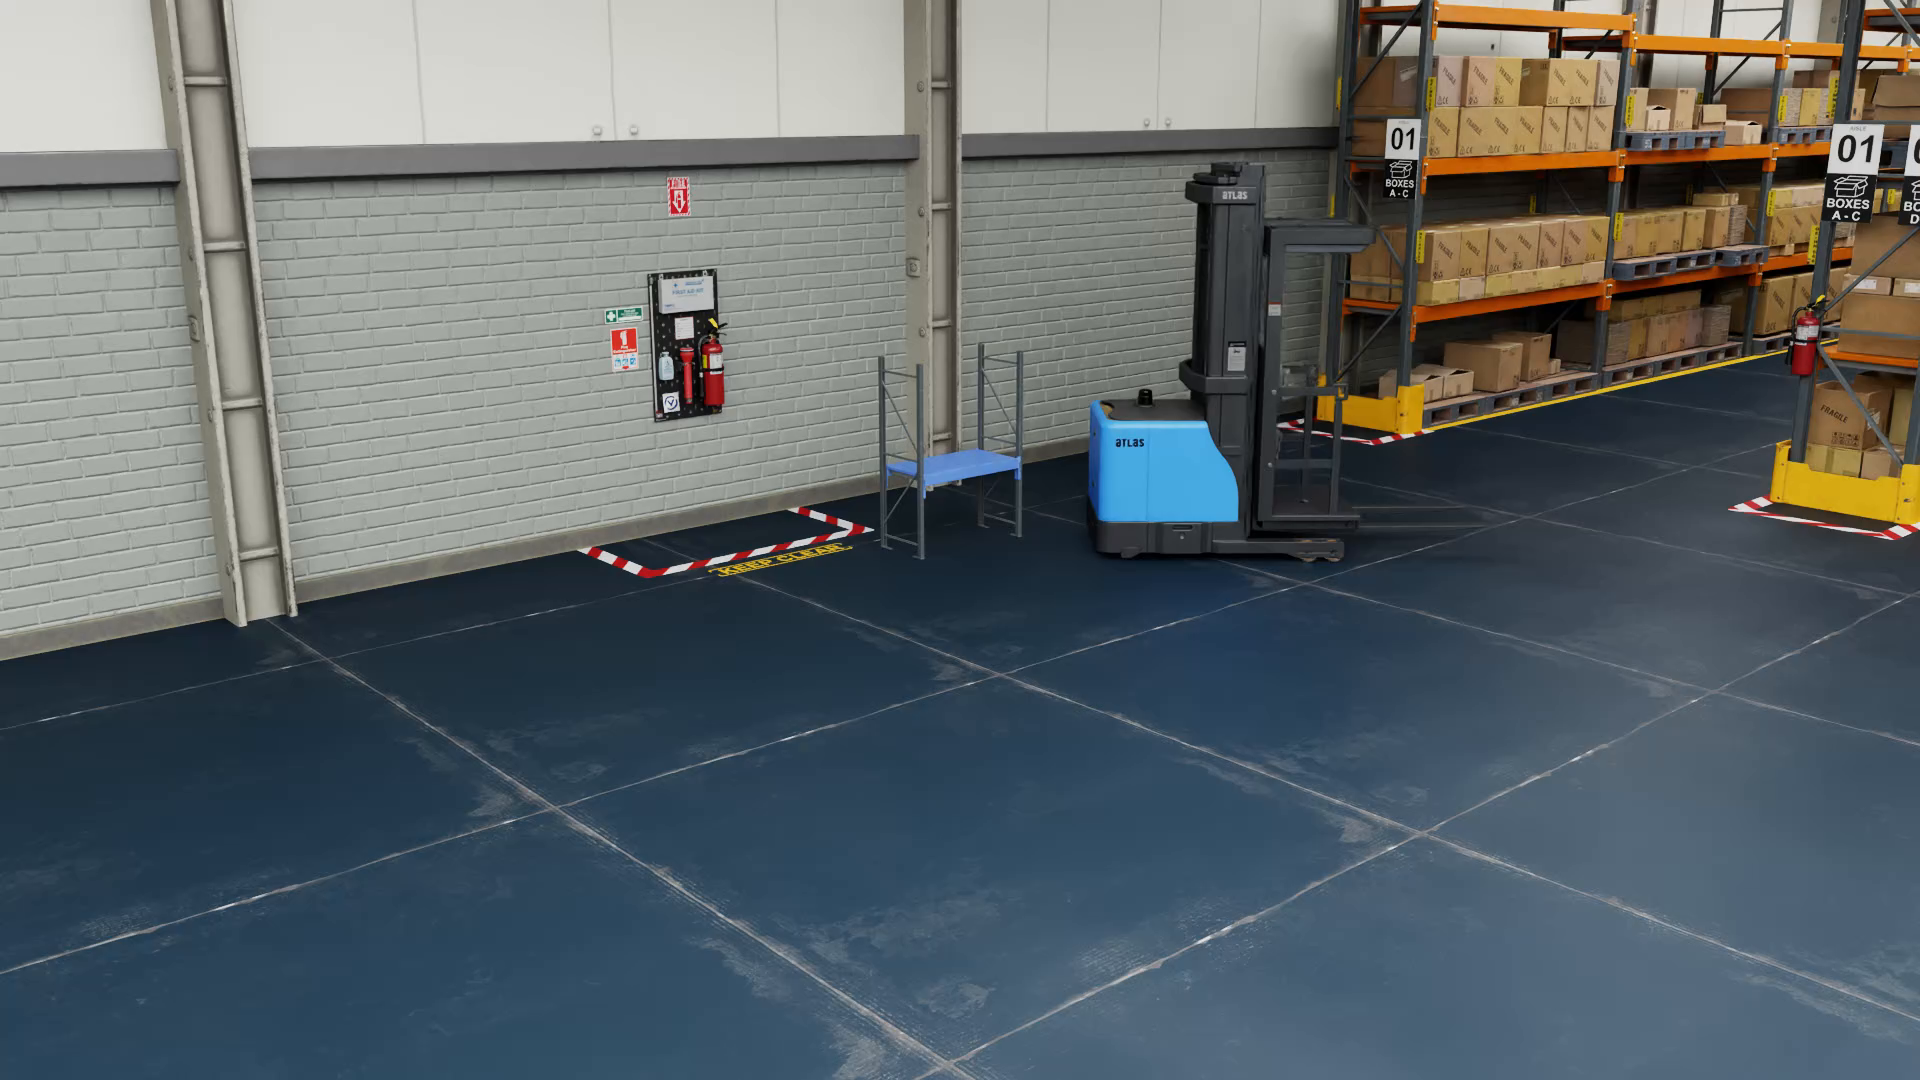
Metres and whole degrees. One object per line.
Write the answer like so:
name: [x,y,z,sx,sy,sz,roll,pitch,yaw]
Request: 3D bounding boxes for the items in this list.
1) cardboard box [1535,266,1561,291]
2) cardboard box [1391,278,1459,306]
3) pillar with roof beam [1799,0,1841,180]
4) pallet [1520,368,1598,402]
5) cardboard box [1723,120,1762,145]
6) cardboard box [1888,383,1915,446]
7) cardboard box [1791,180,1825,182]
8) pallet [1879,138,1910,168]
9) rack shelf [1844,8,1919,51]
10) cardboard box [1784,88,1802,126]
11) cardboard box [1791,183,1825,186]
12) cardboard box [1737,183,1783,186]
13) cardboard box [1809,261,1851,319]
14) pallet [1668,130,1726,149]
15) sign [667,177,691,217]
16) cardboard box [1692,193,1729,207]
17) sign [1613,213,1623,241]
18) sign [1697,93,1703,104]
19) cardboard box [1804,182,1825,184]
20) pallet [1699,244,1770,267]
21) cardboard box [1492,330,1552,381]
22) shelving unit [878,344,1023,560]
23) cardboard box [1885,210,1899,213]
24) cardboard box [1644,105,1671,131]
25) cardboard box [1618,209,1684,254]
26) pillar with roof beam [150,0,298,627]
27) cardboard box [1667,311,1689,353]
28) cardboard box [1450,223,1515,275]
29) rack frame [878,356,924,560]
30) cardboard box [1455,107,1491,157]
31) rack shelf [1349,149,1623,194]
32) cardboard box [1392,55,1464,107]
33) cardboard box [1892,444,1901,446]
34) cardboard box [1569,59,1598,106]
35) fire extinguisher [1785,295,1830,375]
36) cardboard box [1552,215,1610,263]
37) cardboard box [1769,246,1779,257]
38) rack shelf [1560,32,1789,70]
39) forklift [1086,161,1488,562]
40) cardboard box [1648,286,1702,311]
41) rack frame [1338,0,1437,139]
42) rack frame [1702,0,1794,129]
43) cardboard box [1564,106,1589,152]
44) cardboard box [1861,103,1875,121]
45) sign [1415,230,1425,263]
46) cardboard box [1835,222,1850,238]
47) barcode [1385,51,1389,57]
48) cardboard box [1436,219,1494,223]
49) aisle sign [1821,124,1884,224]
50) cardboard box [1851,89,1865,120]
cardboard box: [6.444,-2.983,18.858,0.500,0.250,0.500,-13,20,-40]
cardboard box: [4.912,-2.637,17.560,0.500,0.250,0.500,-13,20,-41]
pillar with roof beam: [16.174,-7.059,22.239,0.400,9.000,9.100,-13,19,-39]
pallet: [6.869,-1.888,19.911,1.213,0.211,1.003,-13,19,-39]
cardboard box: [10.004,-5.275,21.508,0.500,0.311,0.500,-13,19,-39]
cardboard box: [8.516,-1.084,14.558,0.500,0.500,0.500,-13,19,-39]
cardboard box: [12.479,-5.158,24.487,0.500,0.250,0.500,-12,19,-39]
pallet: [8.140,-3.236,13.911,1.213,0.211,1.003,-13,19,-39]
rack shelf: [9.099,-4.411,14.496,4.000,0.370,1.077,-13,19,-39]
cardboard box: [11.064,-5.937,22.806,0.500,0.500,0.700,-14,20,-42]
cardboard box: [12.042,-4.889,23.478,0.500,0.250,0.500,-13,20,-40]
cardboard box: [11.324,-4.898,23.514,0.500,0.250,0.500,-13,20,-41]
cardboard box: [12.983,-3.740,24.792,0.750,0.750,0.750,-12,19,-39]
pallet: [8.669,-4.975,20.613,1.003,0.211,1.213,-13,19,-39]
sign: [-2.192,-2.676,12.964,0.199,0.298,0.001,-13,19,-39]
cardboard box: [9.897,-4.486,21.930,0.380,0.149,0.250,12,19,38]
sign: [7.715,-3.670,19.500,0.005,0.325,0.100,-13,19,-39]
sign: [10.012,-5.881,22.485,0.005,0.325,0.100,-13,19,-39]
cardboard box: [12.426,-4.975,23.802,0.500,0.250,0.500,-12,19,-38]
pallet: [9.903,-3.800,22.034,1.003,0.211,1.213,-13,19,-39]
cardboard box: [6.596,-2.178,19.581,0.500,0.500,0.500,14,21,43]
shelving unit: [-0.064,-0.710,13.002,1.048,1.500,0.538,-13,19,-39]
cardboard box: [8.383,-2.566,14.335,0.500,0.500,0.700,-13,20,-41]
cardboard box: [8.282,-5.147,20.252,0.500,0.311,0.500,-12,19,-38]
cardboard box: [8.662,-3.908,21.020,0.500,0.500,0.700,-10,18,-32]
pillar with roof beam: [-1.931,-2.993,7.018,0.400,9.000,9.100,-13,19,-39]
cardboard box: [9.040,-2.752,21.733,0.500,0.500,0.700,-13,20,-40]
cardboard box: [5.666,-3.169,18.099,0.500,0.500,0.500,-13,20,-41]
rack frame: [-0.448,-0.624,12.680,0.032,1.500,0.500,-13,19,-39]
cardboard box: [5.180,-4.278,17.407,0.500,0.500,0.500,-11,19,-36]
rack shelf: [5.844,-4.119,18.440,4.000,0.370,1.077,-13,19,-39]
cardboard box: [4.785,-4.687,17.001,0.500,0.500,0.500,14,21,43]
cardboard box: [8.515,-0.722,14.656,0.500,0.250,0.500,-13,19,-39]
cardboard box: [6.744,-5.113,18.598,0.500,0.500,0.500,-11,19,-36]
fire extinguisher: [7.196,-1.748,14.131,0.183,0.674,0.296,-13,19,-39]
cardboard box: [7.199,-3.515,19.397,0.500,0.500,0.500,-13,20,-39]
cardboard box: [10.966,-3.974,22.763,0.250,0.149,0.380,-12,19,-39]
rack shelf: [8.861,-6.053,20.641,4.000,0.370,1.077,-13,19,-39]
forklift: [2.546,-1.389,12.769,3.031,2.935,1.130,0,15,-1]
cardboard box: [9.390,-3.185,21.898,0.500,0.250,0.500,-12,19,-38]
rack frame: [4.335,-5.577,16.691,0.127,3.000,1.000,-13,19,-39]
rack frame: [10.370,-6.932,21.765,0.127,3.000,1.000,-13,19,-39]
cardboard box: [6.744,-4.647,18.788,0.500,0.500,0.500,14,20,42]
cardboard box: [13.750,-6.501,25.246,0.500,0.250,0.500,-12,19,-39]
sign: [4.691,-2.991,16.959,0.005,0.325,0.100,-13,19,-39]
cardboard box: [12.442,-4.614,23.903,0.500,0.500,0.500,-13,19,-39]
barcode: [4.543,-5.167,17.674,0.075,0.075,0.001,-13,19,-39]
cardboard box: [5.704,-3.356,18.802,0.500,0.500,0.500,-12,19,-39]
aisle sign: [7.347,-3.017,13.694,0.004,0.787,0.394,-13,19,-39]
cardboard box: [12.652,-6.294,24.141,0.500,0.500,0.700,-14,20,-42]
